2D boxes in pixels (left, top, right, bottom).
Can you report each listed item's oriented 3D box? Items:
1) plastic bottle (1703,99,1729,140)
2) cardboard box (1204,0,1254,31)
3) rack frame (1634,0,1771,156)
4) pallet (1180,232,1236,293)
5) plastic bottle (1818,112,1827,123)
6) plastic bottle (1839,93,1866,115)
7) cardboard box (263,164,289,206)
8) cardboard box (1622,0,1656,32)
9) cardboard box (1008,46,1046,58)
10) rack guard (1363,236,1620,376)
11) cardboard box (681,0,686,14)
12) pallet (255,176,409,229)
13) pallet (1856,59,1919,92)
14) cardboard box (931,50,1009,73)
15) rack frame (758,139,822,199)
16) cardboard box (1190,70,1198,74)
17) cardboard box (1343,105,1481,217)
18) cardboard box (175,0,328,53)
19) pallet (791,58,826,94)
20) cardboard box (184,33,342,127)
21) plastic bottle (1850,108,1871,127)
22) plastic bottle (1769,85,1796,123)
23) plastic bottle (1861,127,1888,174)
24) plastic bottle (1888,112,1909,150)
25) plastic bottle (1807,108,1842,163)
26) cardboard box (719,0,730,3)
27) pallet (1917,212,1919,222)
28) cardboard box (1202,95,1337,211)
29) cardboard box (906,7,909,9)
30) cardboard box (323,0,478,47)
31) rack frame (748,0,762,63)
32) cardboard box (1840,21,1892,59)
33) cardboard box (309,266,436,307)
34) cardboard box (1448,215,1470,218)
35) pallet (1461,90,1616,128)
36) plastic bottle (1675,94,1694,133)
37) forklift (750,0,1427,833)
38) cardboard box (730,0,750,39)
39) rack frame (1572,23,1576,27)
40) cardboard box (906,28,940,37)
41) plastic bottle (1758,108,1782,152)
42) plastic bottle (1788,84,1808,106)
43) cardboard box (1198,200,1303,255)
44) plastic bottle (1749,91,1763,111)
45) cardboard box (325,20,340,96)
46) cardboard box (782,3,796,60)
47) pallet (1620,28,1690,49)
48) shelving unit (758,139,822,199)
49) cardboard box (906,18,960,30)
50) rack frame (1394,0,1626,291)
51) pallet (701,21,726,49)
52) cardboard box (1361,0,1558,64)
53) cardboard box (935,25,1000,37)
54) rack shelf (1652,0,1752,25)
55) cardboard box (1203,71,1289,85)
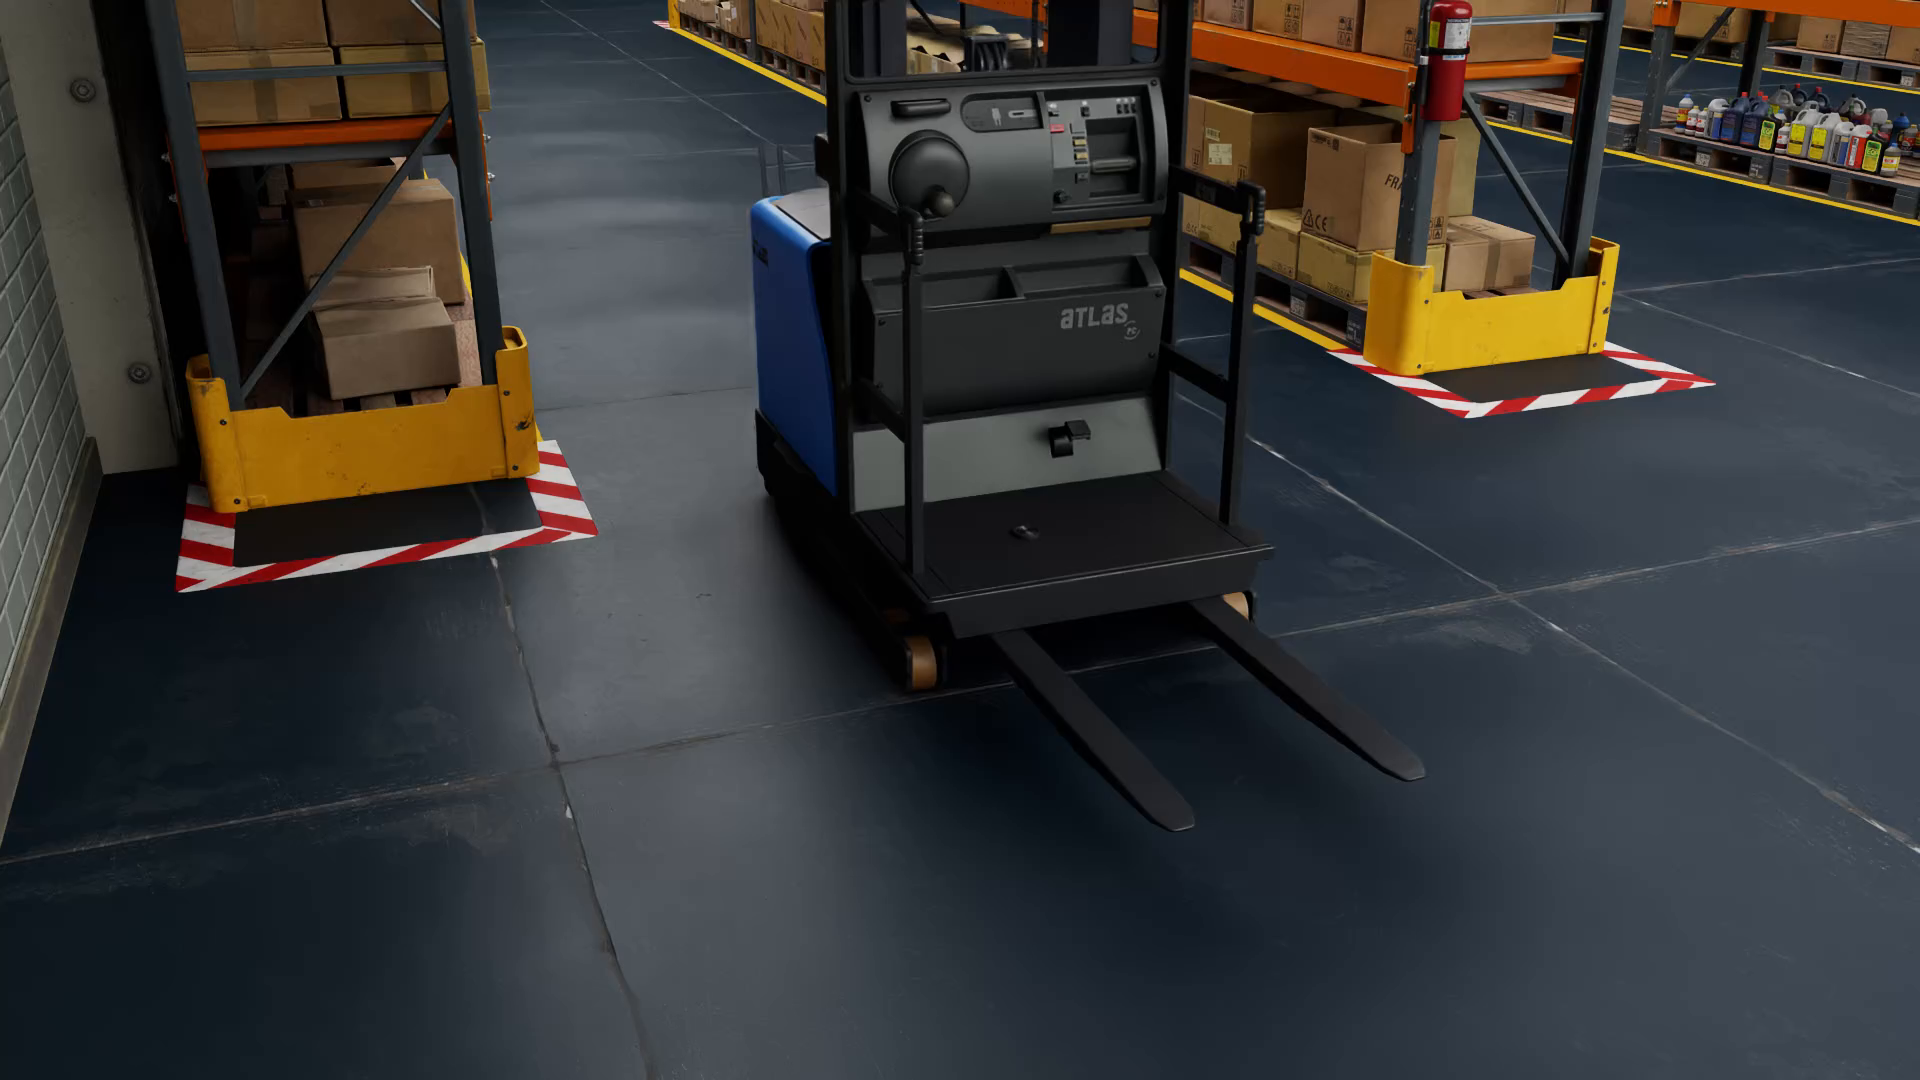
[{"bbox_3d":[5.523,-3.057,12.080,0.152,0.276,0.135,-7,24,-17],"label":"plastic bottle"},{"bbox_3d":[1.756,-3.047,8.987,0.700,0.500,0.500,-8,24,-17],"label":"cardboard box"},{"bbox_3d":[5.681,-4.399,12.324,1.000,3.000,0.127,-8,24,-19],"label":"rack frame"},{"bbox_3d":[1.722,-1.697,9.504,1.003,0.211,1.213,-8,24,-19],"label":"pallet"},{"bbox_3d":[5.924,-2.802,11.477,0.152,0.276,0.135,-8,24,-19],"label":"plastic bottle"},{"bbox_3d":[6.360,-2.999,11.848,0.144,0.351,0.185,-8,24,-19],"label":"plastic bottle"},{"bbox_3d":[-3.863,-2.355,10.128,0.700,0.500,0.500,-7,24,-17],"label":"cardboard box"},{"bbox_3d":[8.369,-6.325,19.089,1.225,0.875,0.875,-8,24,-19],"label":"cardboard box"},{"bbox_3d":[0.588,-3.648,12.821,0.500,0.311,0.500,-8,24,-18],"label":"cardboard box"},{"bbox_3d":[2.467,-1.106,7.731,1.175,0.500,0.348,-8,24,-19],"label":"rack guard"},{"bbox_3d":[-3.279,-6.688,20.836,0.380,0.166,0.250,-8,24,-19],"label":"cardboard box"},{"bbox_3d":[-3.864,-2.037,10.311,1.003,0.211,1.213,-8,24,-19],"label":"pallet"},{"bbox_3d":[9.603,-4.520,16.202,1.003,0.211,1.213,-8,24,-19],"label":"pallet"},{"bbox_3d":[0.096,-3.566,12.626,0.500,0.311,0.500,-9,24,-20],"label":"cardboard box"},{"bbox_3d":[-0.607,-0.916,6.389,0.240,1.200,0.006,-12,18,-26],"label":"rack frame"},{"bbox_3d":[1.100,-2.600,10.092,0.500,0.500,0.500,-8,24,-19],"label":"cardboard box"},{"bbox_3d":[2.299,-1.946,8.539,0.500,0.500,0.500,-8,24,-19],"label":"cardboard box"},{"bbox_3d":[-2.540,-2.014,5.868,0.500,0.500,0.500,-9,24,-20],"label":"cardboard box"},{"bbox_3d":[-1.023,-4.608,16.411,1.003,0.211,1.213,-8,24,-19],"label":"pallet"},{"bbox_3d":[-2.521,-1.669,6.016,0.500,0.250,0.500,-8,24,-18],"label":"cardboard box"},{"bbox_3d":[6.314,-2.894,11.684,0.061,0.283,0.133,-8,24,-19],"label":"plastic bottle"},{"bbox_3d":[6.043,-3.166,12.245,0.144,0.351,0.185,-8,24,-19],"label":"plastic bottle"},{"bbox_3d":[5.977,-2.543,10.853,0.061,0.283,0.133,-8,24,-18],"label":"plastic bottle"},{"bbox_3d":[6.517,-2.827,11.541,0.097,0.271,0.097,0,23,0],"label":"plastic bottle"},{"bbox_3d":[5.860,-2.740,11.233,0.144,0.351,0.185,-7,24,-17],"label":"plastic bottle"},{"bbox_3d":[-2.449,-6.362,19.629,0.797,0.503,0.637,-8,24,-19],"label":"cardboard box"},{"bbox_3d":[6.741,-1.977,10.170,1.003,0.211,1.213,-8,24,-19],"label":"pallet"},{"bbox_3d":[1.624,-2.054,8.796,0.500,0.500,0.500,-8,24,-19],"label":"cardboard box"},{"bbox_3d":[-0.813,-4.991,16.380,0.500,0.500,0.500,-9,25,-21],"label":"cardboard box"},{"bbox_3d":[-2.062,-2.086,6.040,0.500,0.500,0.500,-8,24,-19],"label":"cardboard box"},{"bbox_3d":[-1.781,-6.627,17.612,1.000,3.000,0.127,-8,24,-19],"label":"rack frame"},{"bbox_3d":[9.365,-5.142,16.740,0.700,0.500,0.500,-10,25,-23],"label":"cardboard box"},{"bbox_3d":[-2.536,-1.021,7.205,0.500,0.311,0.500,-6,24,-15],"label":"cardboard box"},{"bbox_3d":[2.297,-1.600,8.684,0.500,0.250,0.500,-8,24,-19],"label":"cardboard box"},{"bbox_3d":[4.932,-3.838,14.584,1.003,0.211,1.213,-8,24,-19],"label":"pallet"},{"bbox_3d":[5.383,-3.168,12.351,0.097,0.271,0.097,0,23,0],"label":"plastic bottle"},{"bbox_3d":[0.243,-1.100,4.587,1.130,2.935,3.031,-8,24,-19],"label":"forklift"},{"bbox_3d":[-2.247,-5.846,18.410,0.500,0.500,0.500,-8,24,-19],"label":"cardboard box"},{"bbox_3d":[7.488,-7.985,20.833,1.000,3.000,0.127,-8,24,-19],"label":"rack frame"},{"bbox_3d":[-0.457,-4.128,13.960,0.500,0.311,0.500,-7,24,-17],"label":"cardboard box"},{"bbox_3d":[5.664,-2.865,11.617,0.061,0.283,0.133,-7,24,-17],"label":"plastic bottle"},{"bbox_3d":[6.178,-3.186,12.292,0.144,0.351,0.185,-9,24,-20],"label":"plastic bottle"},{"bbox_3d":[1.627,-1.709,8.943,0.500,0.250,0.500,-8,24,-19],"label":"cardboard box"},{"bbox_3d":[5.713,-3.050,11.969,0.144,0.351,0.185,-8,24,-19],"label":"plastic bottle"},{"bbox_3d":[-2.246,-1.934,6.643,0.500,0.250,0.500,-9,25,-21],"label":"cardboard box"},{"bbox_3d":[-1.469,-5.094,16.626,0.500,0.500,0.500,-8,24,-18],"label":"cardboard box"},{"bbox_3d":[8.266,-5.986,19.681,1.003,0.211,1.213,-8,24,-19],"label":"pallet"},{"bbox_3d":[-0.564,-0.896,6.311,0.258,1.200,0.189,-12,18,-26],"label":"shelving unit"},{"bbox_3d":[-0.261,-4.429,15.049,0.500,0.500,0.500,-7,24,-17],"label":"cardboard box"},{"bbox_3d":[2.459,-2.267,7.267,1.000,3.000,0.127,-8,24,-19],"label":"rack frame"},{"bbox_3d":[-2.457,-6.036,19.799,1.003,0.211,1.213,-8,24,-19],"label":"pallet"},{"bbox_3d":[2.306,-2.484,7.654,0.700,0.500,0.500,-8,24,-19],"label":"cardboard box"},{"bbox_3d":[0.048,-4.202,14.135,0.500,0.311,0.500,-8,24,-18],"label":"cardboard box"},{"bbox_3d":[4.974,-4.794,14.188,1.077,0.370,4.000,-8,24,-19],"label":"rack shelf"},{"bbox_3d":[1.760,-2.489,9.828,0.500,0.500,0.500,-8,24,-19],"label":"cardboard box"}]
